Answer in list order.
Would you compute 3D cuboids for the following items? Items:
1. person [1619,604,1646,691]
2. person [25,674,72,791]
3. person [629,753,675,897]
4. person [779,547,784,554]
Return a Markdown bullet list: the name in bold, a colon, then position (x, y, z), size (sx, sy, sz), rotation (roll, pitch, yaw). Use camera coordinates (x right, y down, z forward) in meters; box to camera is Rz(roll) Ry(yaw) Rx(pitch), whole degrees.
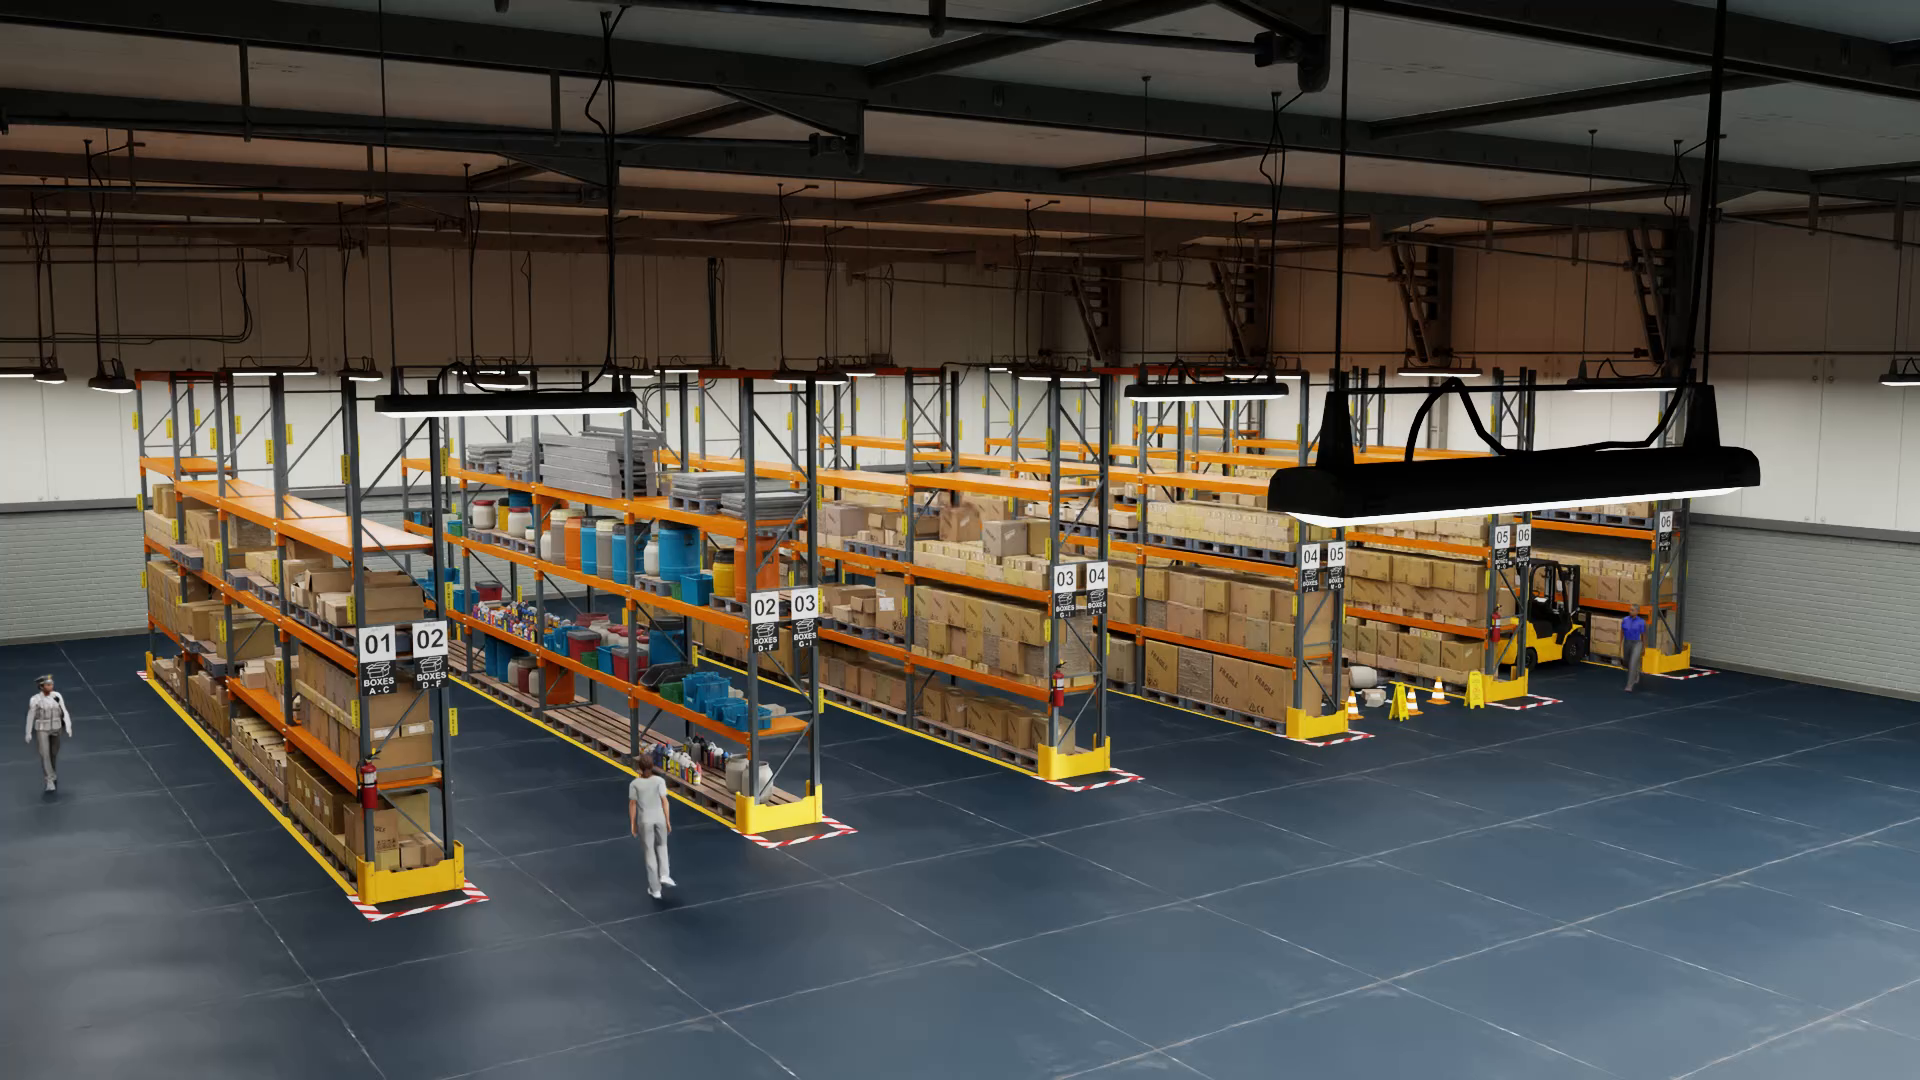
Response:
- **person**: position (12.664, 1.987, 31.273), size (0.464, 1.616, 0.884), rotation (6, 9, 42)
- **person**: position (-13.273, 2.763, 24.230), size (0.564, 1.620, 1.022), rotation (-6, 9, -43)
- **person**: position (-3.595, 3.313, 19.384), size (0.498, 1.659, 0.457), rotation (-3, 7, -24)
- **person**: position (-4.849, 0.590, 43.186), size (0.542, 1.736, 1.111), rotation (6, 9, 44)
